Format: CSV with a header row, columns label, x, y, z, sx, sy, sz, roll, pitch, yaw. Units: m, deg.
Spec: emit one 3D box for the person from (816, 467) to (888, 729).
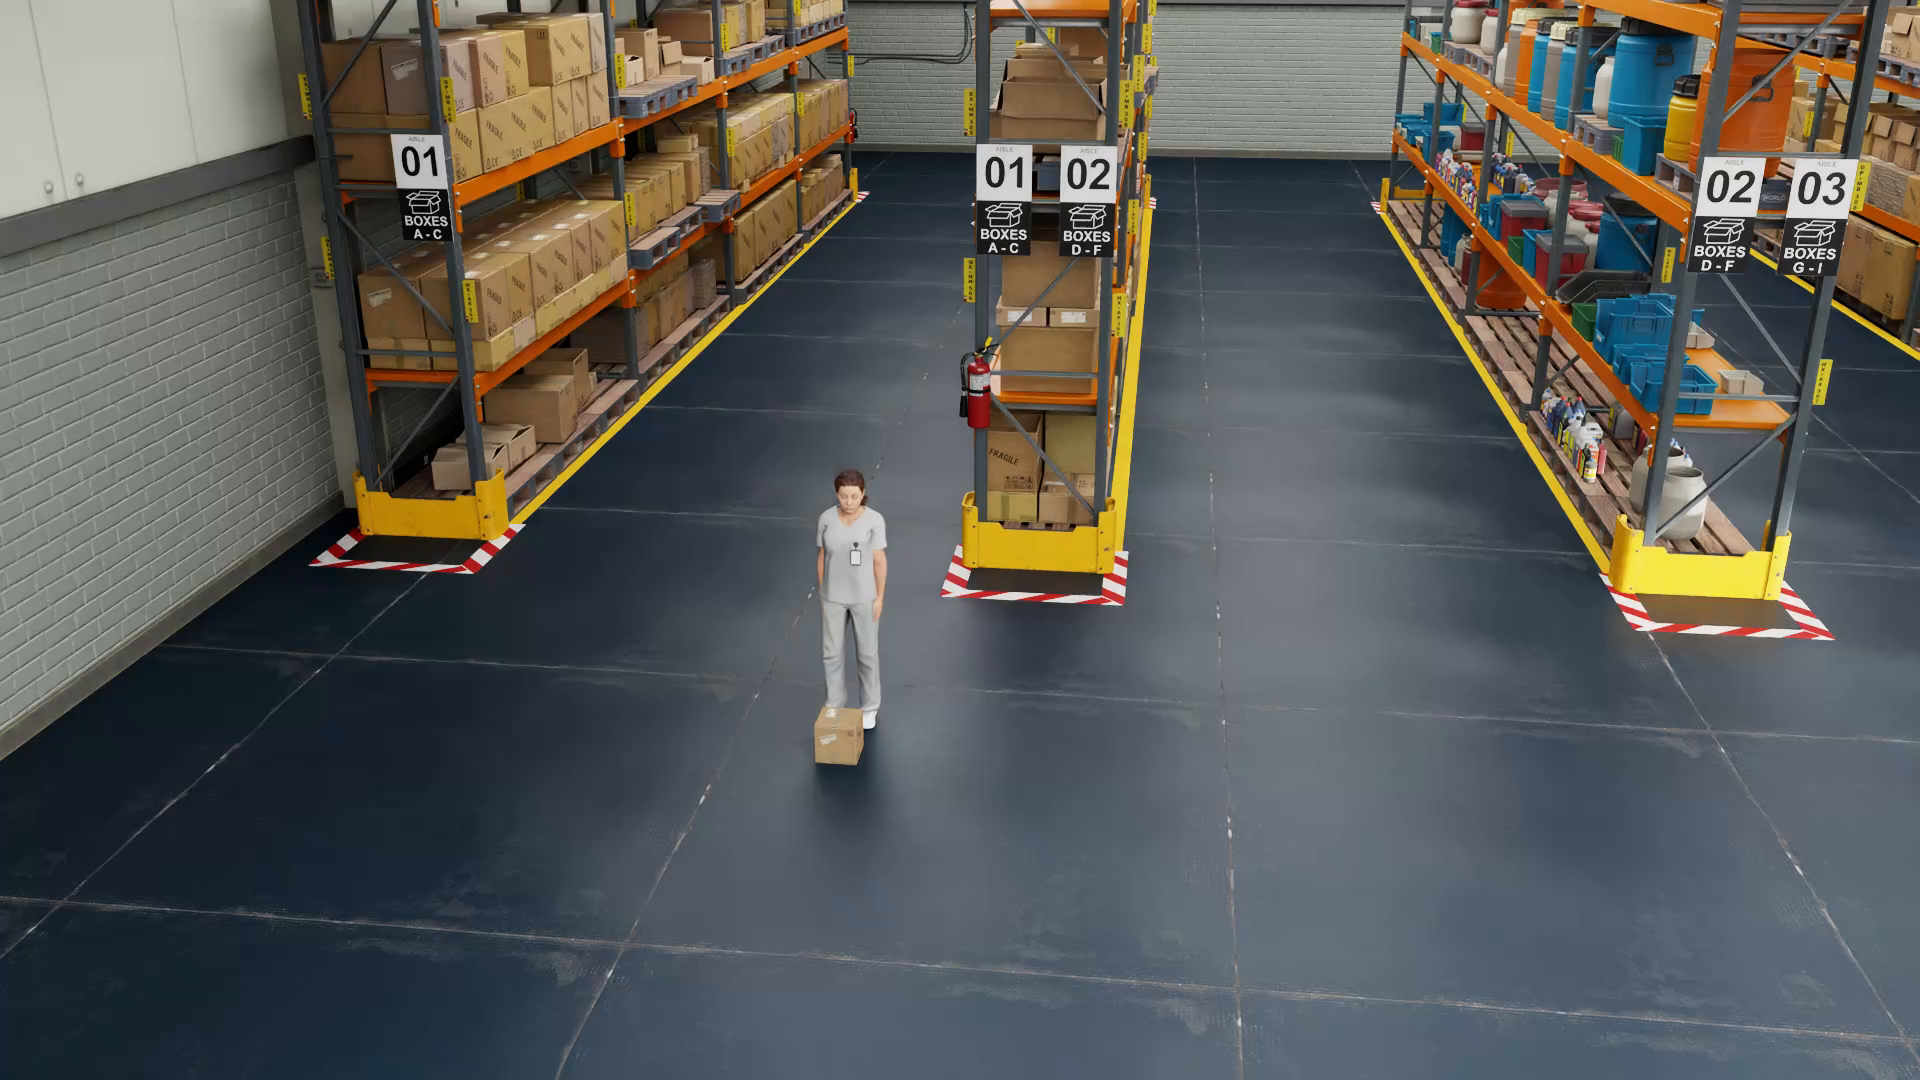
label,x,y,z,sx,sy,sz,roll,pitch,yaw
person,-0.659,0.349,10.195,0.439,1.672,0.365,3,21,7
